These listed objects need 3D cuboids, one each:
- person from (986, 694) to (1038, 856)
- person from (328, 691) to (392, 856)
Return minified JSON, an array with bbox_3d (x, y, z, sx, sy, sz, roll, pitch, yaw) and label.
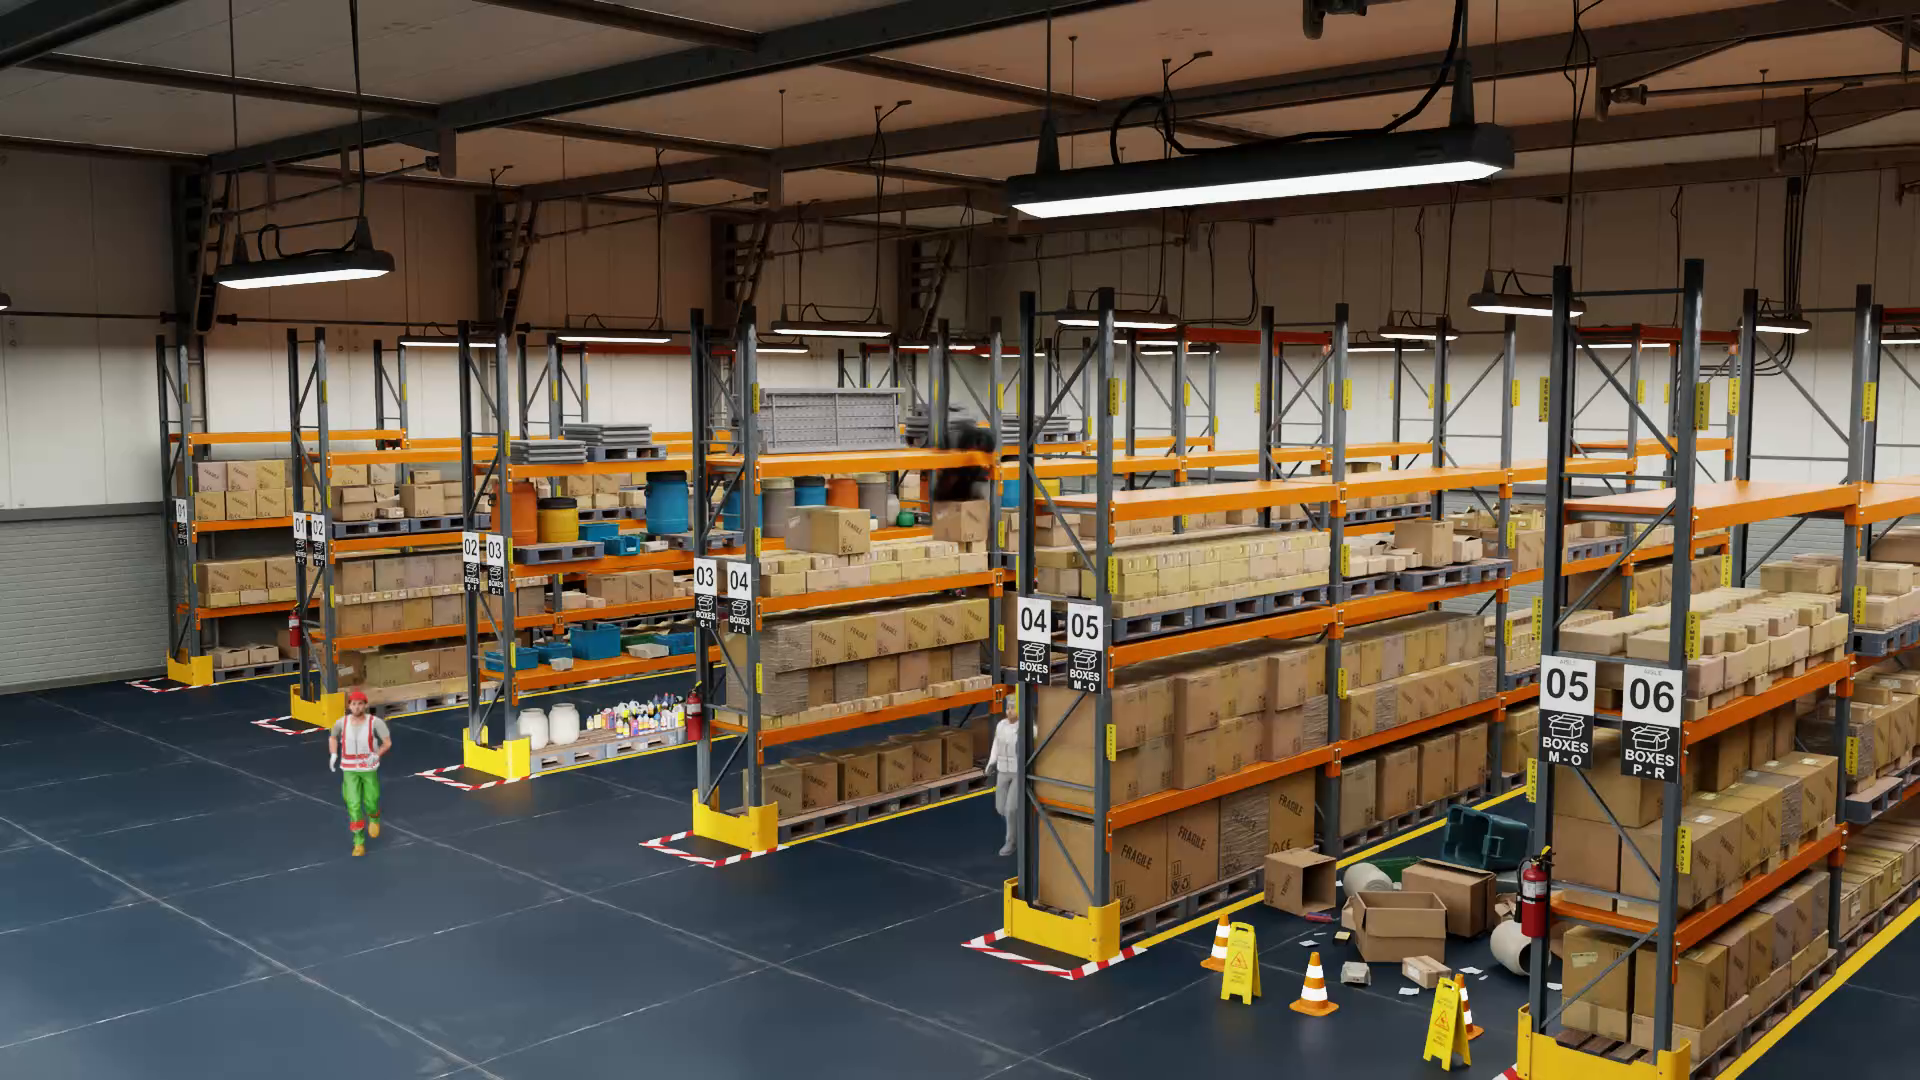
[{"bbox_3d":[0.603,2.436,17.464,0.625,1.673,0.587,3,6,31],"label":"person"},{"bbox_3d":[-6.645,2.542,18.422,0.677,1.769,0.849,-1,5,-12],"label":"person"}]
